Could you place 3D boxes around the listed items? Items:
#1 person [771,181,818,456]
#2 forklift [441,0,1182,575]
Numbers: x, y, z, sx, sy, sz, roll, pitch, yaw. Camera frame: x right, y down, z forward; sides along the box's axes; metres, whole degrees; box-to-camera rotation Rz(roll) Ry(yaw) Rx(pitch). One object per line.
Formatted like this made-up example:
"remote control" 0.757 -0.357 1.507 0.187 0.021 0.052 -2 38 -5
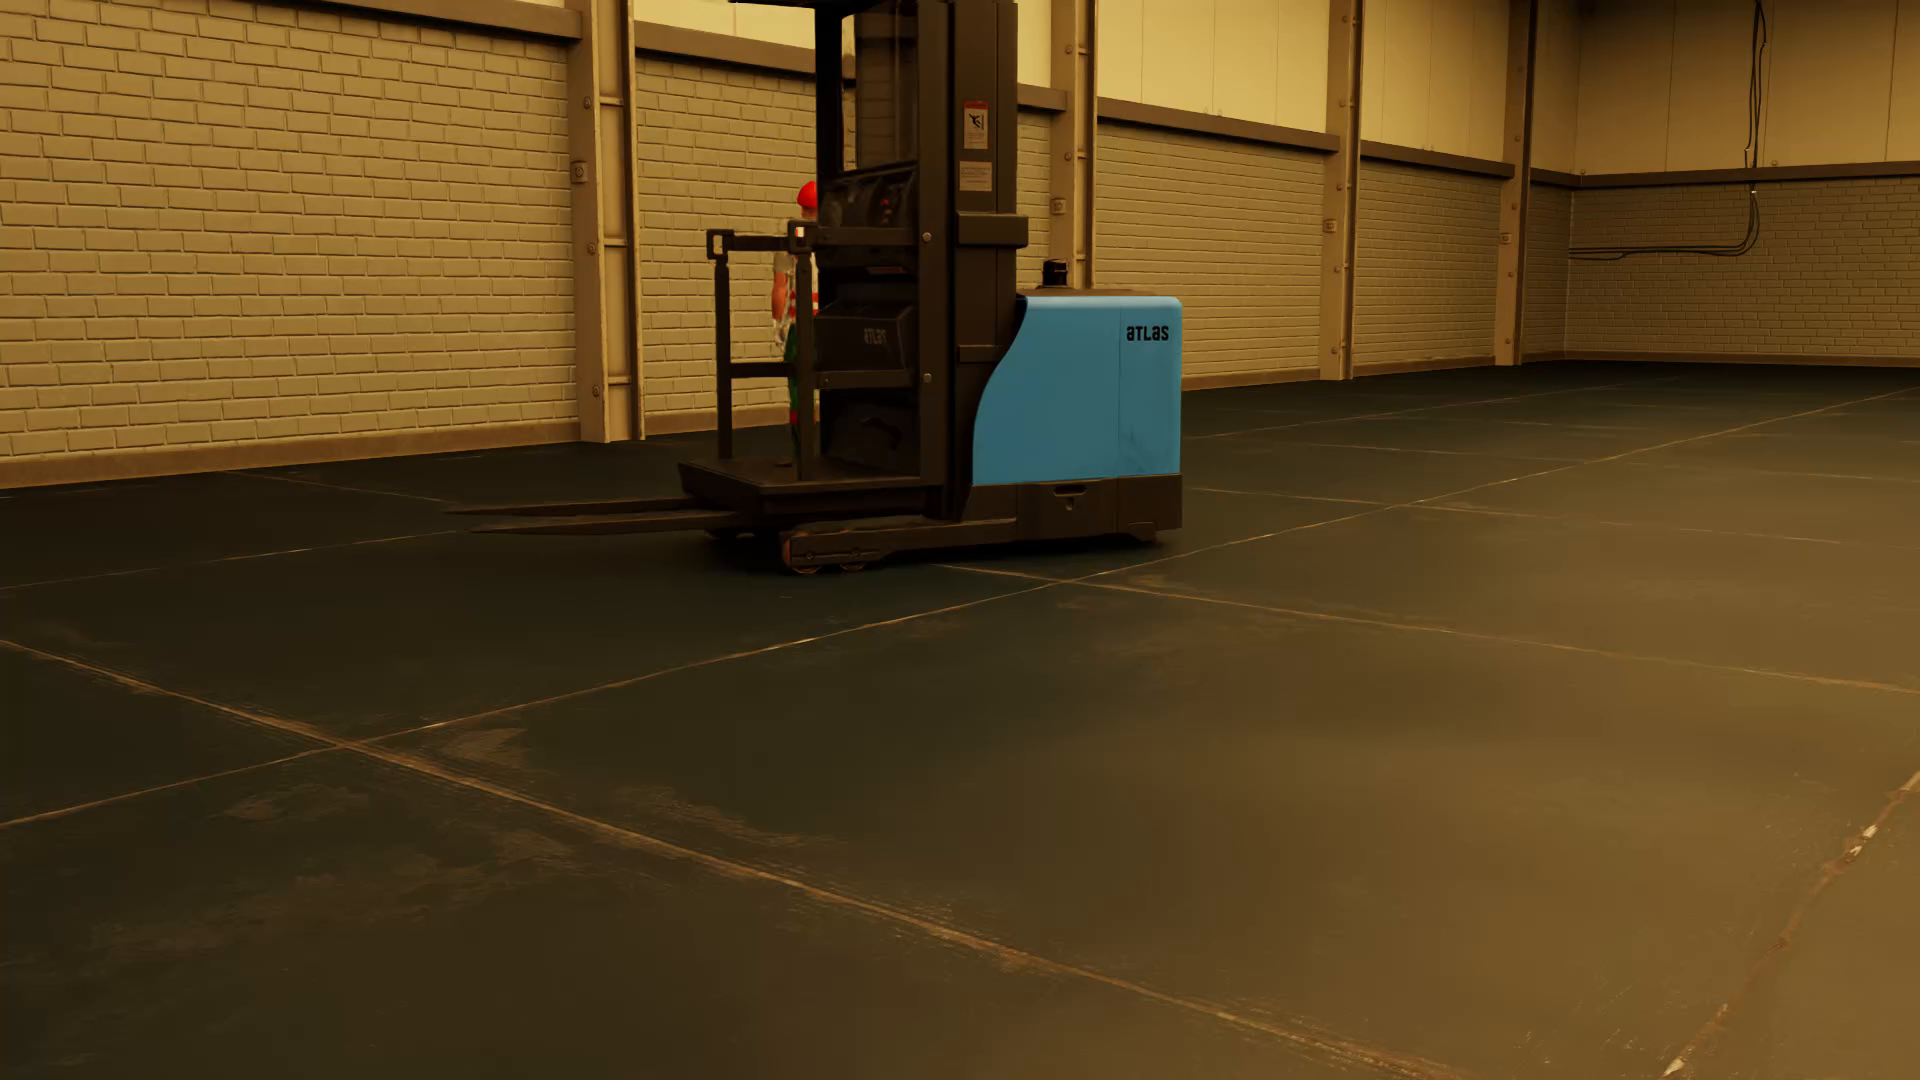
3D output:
"person" -0.896 -1.358 10.577 0.632 1.806 0.488 -2 9 -13
"forklift" -0.580 -1.402 6.865 3.031 2.935 1.130 -4 9 -26
